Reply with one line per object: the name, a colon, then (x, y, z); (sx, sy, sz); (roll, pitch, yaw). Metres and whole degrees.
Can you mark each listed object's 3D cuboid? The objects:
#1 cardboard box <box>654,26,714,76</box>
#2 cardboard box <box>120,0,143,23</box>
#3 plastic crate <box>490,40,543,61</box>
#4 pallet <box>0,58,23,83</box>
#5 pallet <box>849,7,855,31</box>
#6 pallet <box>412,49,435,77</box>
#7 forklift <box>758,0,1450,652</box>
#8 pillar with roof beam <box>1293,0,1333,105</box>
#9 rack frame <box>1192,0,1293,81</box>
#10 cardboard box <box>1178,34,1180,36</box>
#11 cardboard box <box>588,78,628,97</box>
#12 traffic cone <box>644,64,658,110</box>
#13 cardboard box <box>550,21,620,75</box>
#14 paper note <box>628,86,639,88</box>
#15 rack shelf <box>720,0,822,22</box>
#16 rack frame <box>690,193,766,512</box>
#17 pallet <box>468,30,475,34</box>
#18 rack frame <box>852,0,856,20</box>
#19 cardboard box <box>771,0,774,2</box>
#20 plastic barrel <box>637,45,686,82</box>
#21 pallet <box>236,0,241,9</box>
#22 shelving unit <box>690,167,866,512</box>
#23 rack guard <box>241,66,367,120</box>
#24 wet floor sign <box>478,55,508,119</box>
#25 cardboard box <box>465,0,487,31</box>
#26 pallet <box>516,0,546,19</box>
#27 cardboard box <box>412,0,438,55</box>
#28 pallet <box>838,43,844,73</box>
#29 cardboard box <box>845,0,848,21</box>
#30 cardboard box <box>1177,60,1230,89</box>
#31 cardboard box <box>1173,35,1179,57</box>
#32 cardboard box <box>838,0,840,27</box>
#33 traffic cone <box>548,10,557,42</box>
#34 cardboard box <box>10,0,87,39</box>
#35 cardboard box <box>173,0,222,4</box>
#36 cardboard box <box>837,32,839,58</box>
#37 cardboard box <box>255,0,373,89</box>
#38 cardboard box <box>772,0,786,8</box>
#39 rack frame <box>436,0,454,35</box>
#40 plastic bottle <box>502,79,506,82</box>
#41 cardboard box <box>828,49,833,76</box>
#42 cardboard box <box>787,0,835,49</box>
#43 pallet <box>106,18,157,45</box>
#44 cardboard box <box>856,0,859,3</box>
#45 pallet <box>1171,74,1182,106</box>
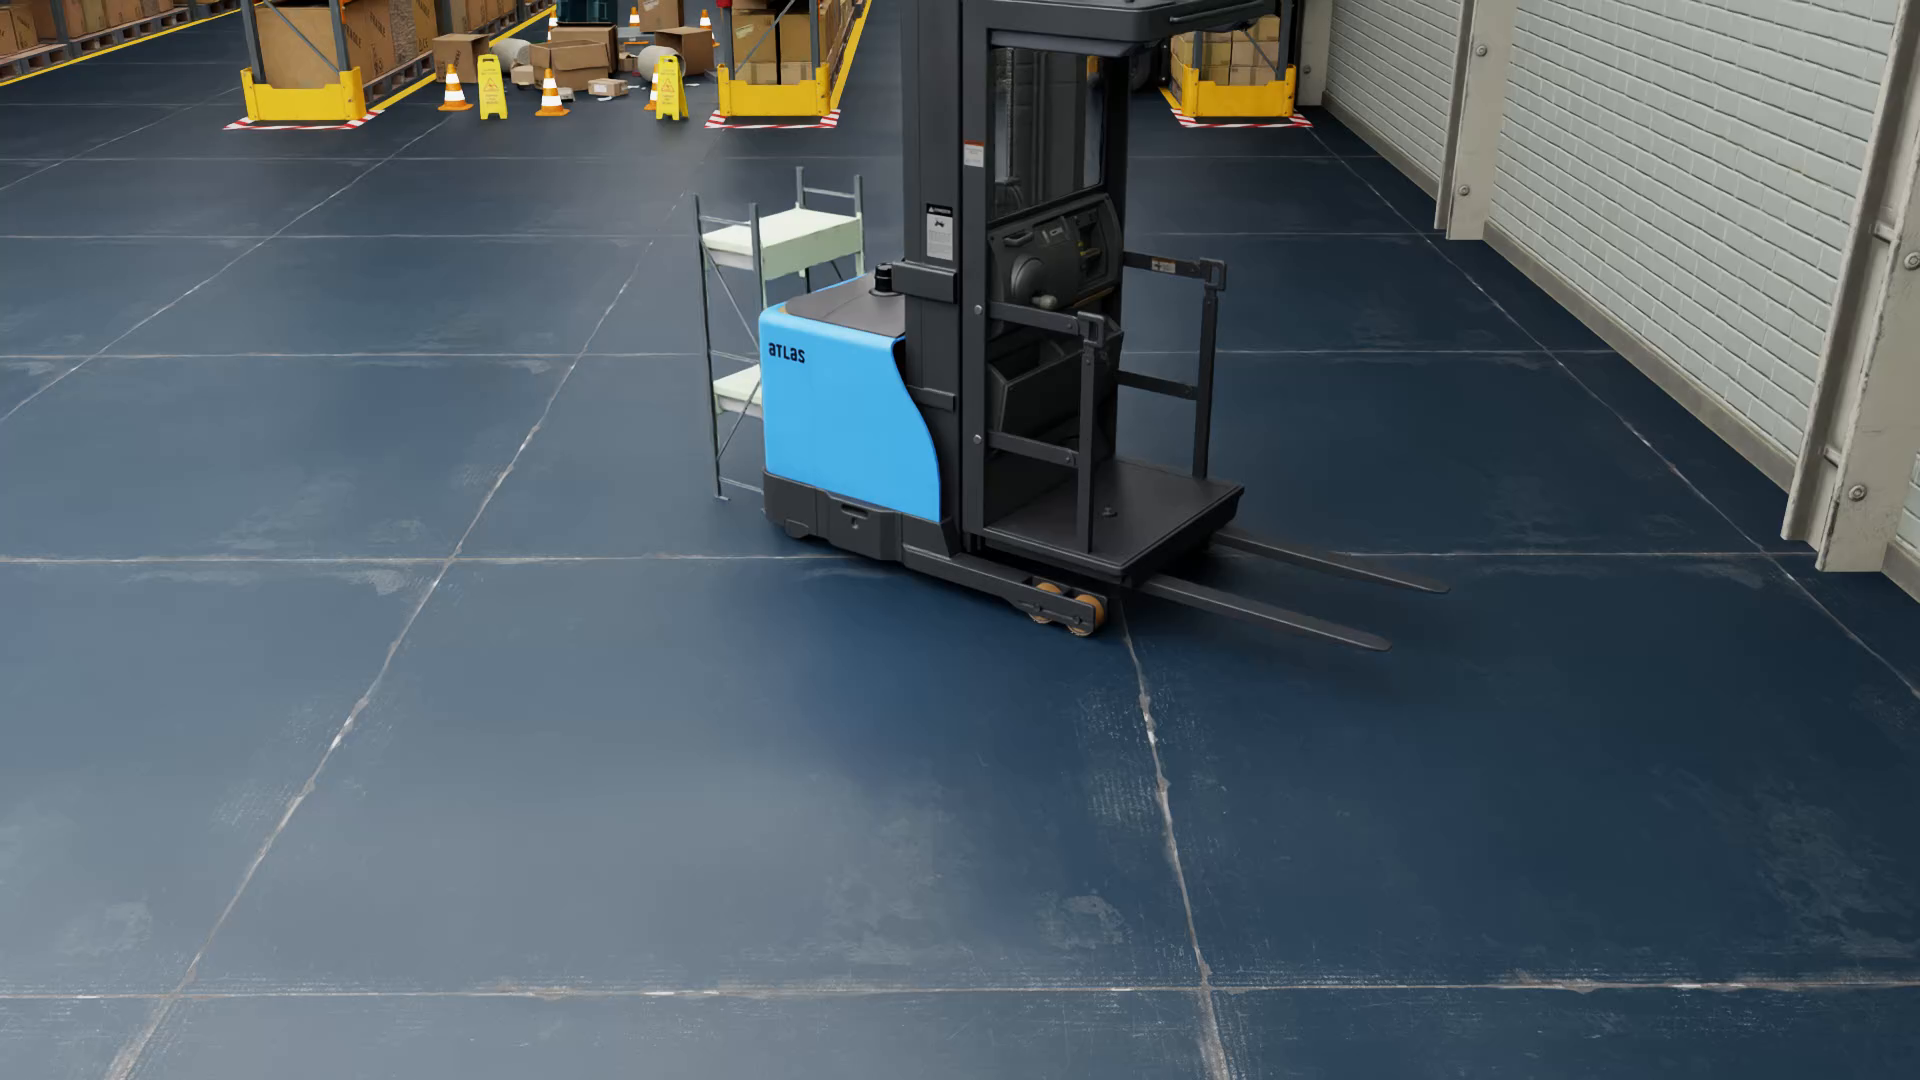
cardboard box: (-3.380, -6.001, 20.409); (0.500, 0.500, 0.500); (19, 30, 35)
cardboard box: (-11.924, -7.514, 23.223); (0.700, 0.500, 0.500); (2, 24, 4)
plastic crate: (-5.667, -6.202, 21.165); (0.450, 0.188, 0.662); (3, 22, 31)
pallet: (-11.881, -5.491, 19.635); (1.003, 0.211, 1.213); (0, 24, -1)
pallet: (-2.067, -7.642, 24.391); (1.003, 0.211, 1.213); (0, 24, -1)
pallet: (-7.049, -5.938, 20.624); (1.003, 0.211, 1.213); (0, 24, -1)
forklift: (0.576, -1.189, 6.822); (3.031, 2.935, 1.130); (16, 29, 32)
pillar with roof beam: (-0.435, -8.967, 16.657); (9.100, 9.000, 0.400); (0, 24, -1)
rack frame: (2.976, -5.962, 17.293); (1.000, 3.000, 0.127); (0, 24, -1)
cardboard box: (2.648, -5.755, 18.448); (0.500, 0.250, 0.500); (0, 24, 0)
cardboard box: (-4.021, -5.170, 19.001); (0.380, 0.149, 0.250); (13, 27, 27)
traffic cone: (-3.282, -4.954, 18.142); (0.336, 0.463, 0.334); (0, 24, -1)
cardboard box: (-4.556, -5.960, 20.154); (0.797, 0.637, 0.503); (0, 24, -1)
paper note: (-3.847, -5.312, 19.471); (0.148, 0.019, 0.142); (8, 26, 18)
rack shelf: (-2.009, -6.435, 19.210); (1.077, 0.370, 4.000); (0, 24, -1)
rack frame: (-1.058, -0.855, 7.812); (0.400, 1.500, 0.023); (16, 29, 33)
pallet: (-7.063, -6.570, 22.020); (1.003, 0.211, 1.213); (0, 24, -1)
rack frame: (-2.074, -9.235, 24.529); (1.000, 3.000, 0.127); (0, 24, -1)
cardboard box: (-2.328, -6.206, 18.962); (0.380, 0.149, 0.250); (1, 24, 2)
plastic barrel: (-3.523, -5.609, 19.638); (0.512, 0.421, 0.421); (19, 30, 35)
pallet: (-11.927, -8.746, 26.833); (1.003, 0.211, 1.213); (0, 24, -1)
shelving unit: (-0.842, -0.977, 8.081); (0.431, 1.500, 0.755); (16, 29, 33)
rack guard: (-6.935, -4.726, 17.592); (1.175, 0.500, 0.348); (0, 24, -1)
wet floor sign: (-4.955, -4.799, 17.577); (0.267, 0.644, 0.232); (-4, 25, -10)
cardboard box: (-7.083, -7.342, 22.564); (1.050, 0.750, 0.750); (0, 24, -1)
pallet: (-7.030, -8.222, 25.674); (1.003, 0.211, 1.213); (0, 24, -1)
cardboard box: (-7.042, -6.487, 20.521); (0.875, 0.875, 0.875); (0, 24, 0)
pallet: (-1.988, -6.040, 20.847); (1.003, 0.211, 1.213); (0, 24, -1)
cardboard box: (-2.059, -7.380, 23.106); (0.950, 0.372, 0.625); (1, 24, 1)
cardboard box: (2.655, -5.093, 18.198); (0.500, 0.250, 0.500); (0, 24, 0)
cardboard box: (2.664, -5.534, 18.567); (0.500, 0.250, 0.500); (0, 24, -1)
cardboard box: (-1.756, -6.624, 20.674); (0.500, 0.500, 0.500); (-1, 24, -1)
traffic cone: (-5.484, -6.926, 22.503); (0.336, 0.463, 0.334); (0, 24, -1)
cardboard box: (-11.925, -6.857, 21.770); (0.700, 0.500, 0.500); (-2, 24, -5)
cardboard box: (-11.970, -8.698, 25.410); (1.225, 0.875, 0.875); (-1, 24, -3)
cardboard box: (-1.740, -6.063, 20.343); (0.500, 0.250, 0.500); (-1, 24, -2)
cardboard box: (-7.009, -5.377, 18.067); (0.875, 0.875, 0.875); (0, 24, 0)
cardboard box: (-2.264, -5.971, 19.228); (0.500, 0.500, 0.500); (-1, 24, -2)
rack frame: (-6.979, -7.523, 20.743); (1.000, 3.000, 0.127); (0, 24, -1)
plastic bottle: (-5.537, -5.448, 19.722); (0.283, 0.061, 0.133); (-9, 26, -19)
cardboard box: (-1.717, -5.421, 18.923); (0.500, 0.250, 0.500); (1, 24, 1)
cardboard box: (-1.727, -5.984, 19.258); (0.500, 0.500, 0.500); (0, 24, 0)
pallet: (-11.966, -7.096, 23.184); (1.003, 0.211, 1.213); (0, 24, -1)
cardboard box: (-1.999, -8.743, 25.510); (0.875, 0.875, 0.875); (0, 24, -1)
pallet: (2.926, -5.007, 18.564); (1.003, 0.211, 1.213); (0, 24, -1)
